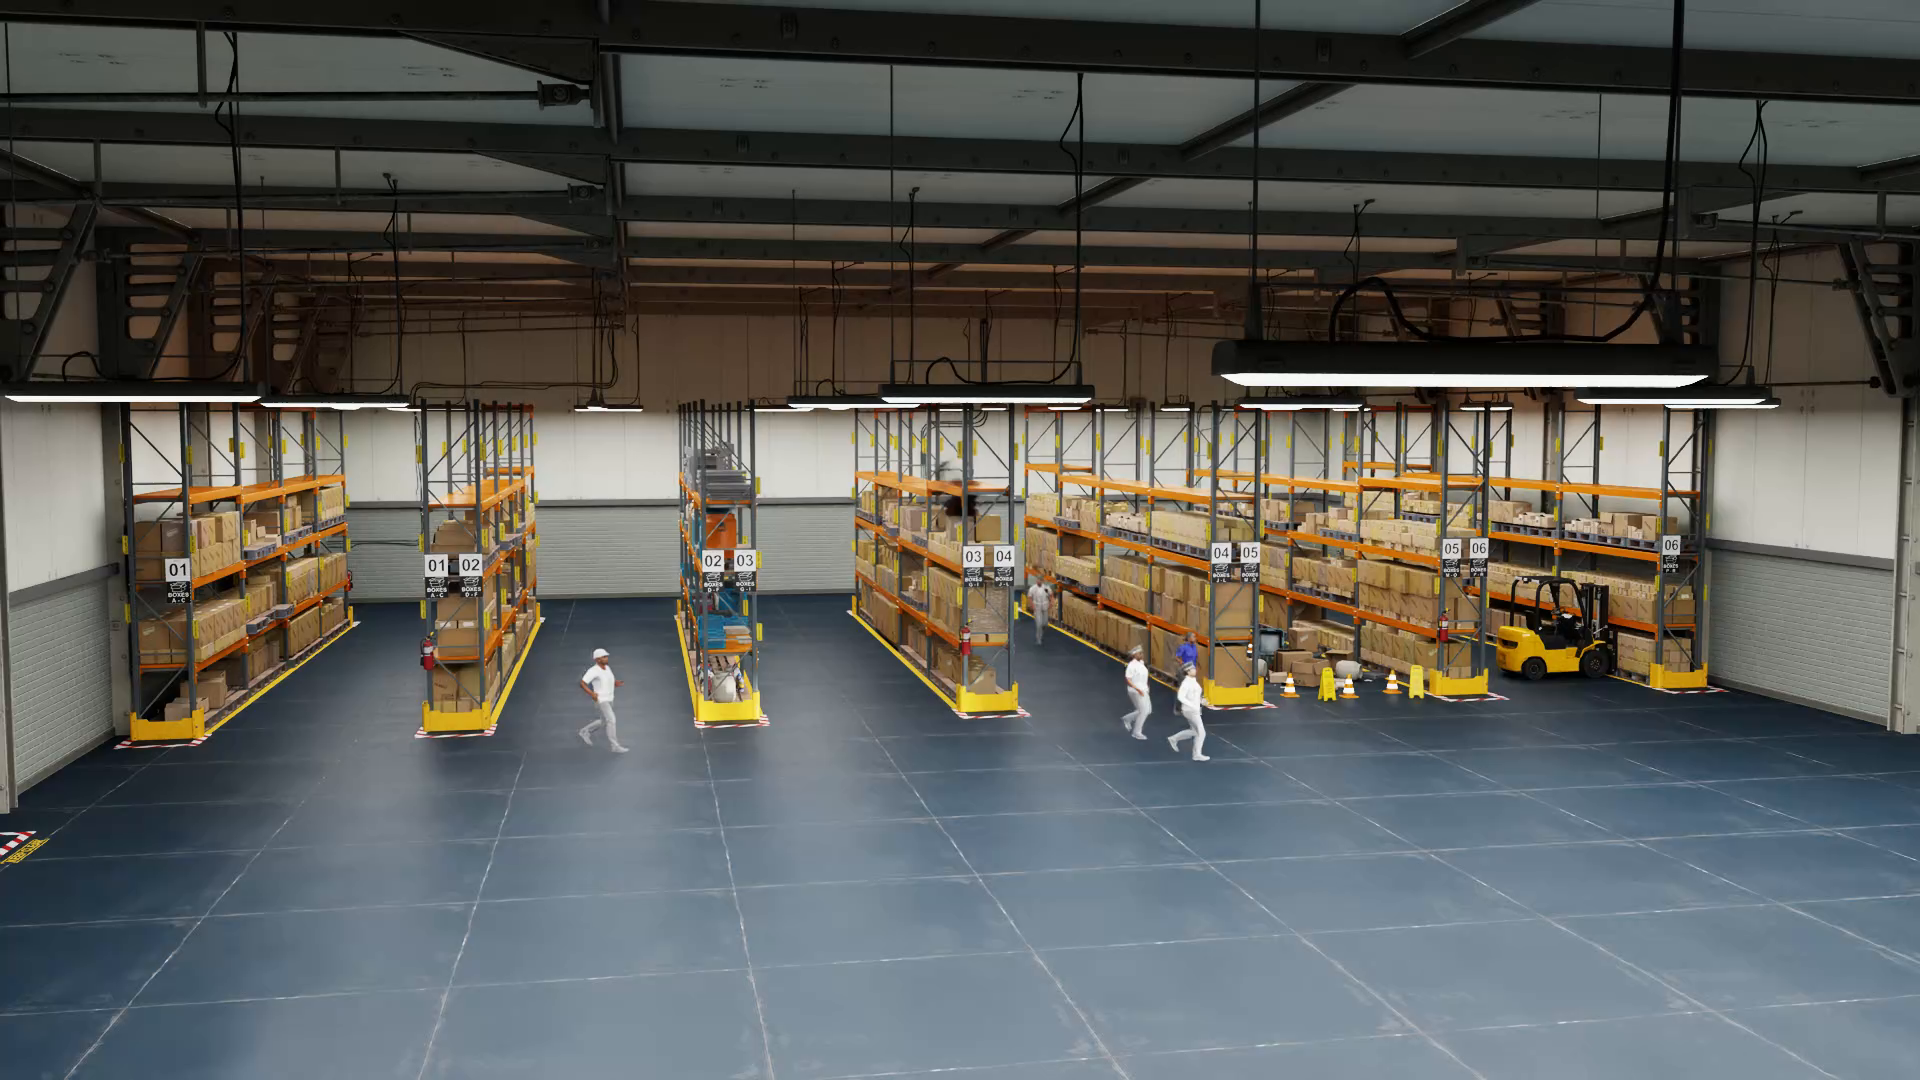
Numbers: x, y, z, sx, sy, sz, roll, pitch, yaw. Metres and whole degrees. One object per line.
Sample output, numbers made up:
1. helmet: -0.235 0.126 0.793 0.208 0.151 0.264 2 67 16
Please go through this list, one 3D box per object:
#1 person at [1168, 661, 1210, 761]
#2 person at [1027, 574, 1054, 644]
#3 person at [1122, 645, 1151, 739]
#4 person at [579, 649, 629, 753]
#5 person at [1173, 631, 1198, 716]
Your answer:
1. person: 3.784 2.815 27.540 0.718 1.653 0.621 1 5 18
2. person: 2.020 1.713 41.747 0.669 1.765 0.667 0 4 -5
3. person: 3.118 2.680 29.450 0.507 1.672 0.575 3 5 31
4. person: -6.050 2.710 28.134 0.963 1.747 0.711 1 4 13
5. person: 4.378 2.584 31.815 0.580 1.499 0.511 -3 5 -31
